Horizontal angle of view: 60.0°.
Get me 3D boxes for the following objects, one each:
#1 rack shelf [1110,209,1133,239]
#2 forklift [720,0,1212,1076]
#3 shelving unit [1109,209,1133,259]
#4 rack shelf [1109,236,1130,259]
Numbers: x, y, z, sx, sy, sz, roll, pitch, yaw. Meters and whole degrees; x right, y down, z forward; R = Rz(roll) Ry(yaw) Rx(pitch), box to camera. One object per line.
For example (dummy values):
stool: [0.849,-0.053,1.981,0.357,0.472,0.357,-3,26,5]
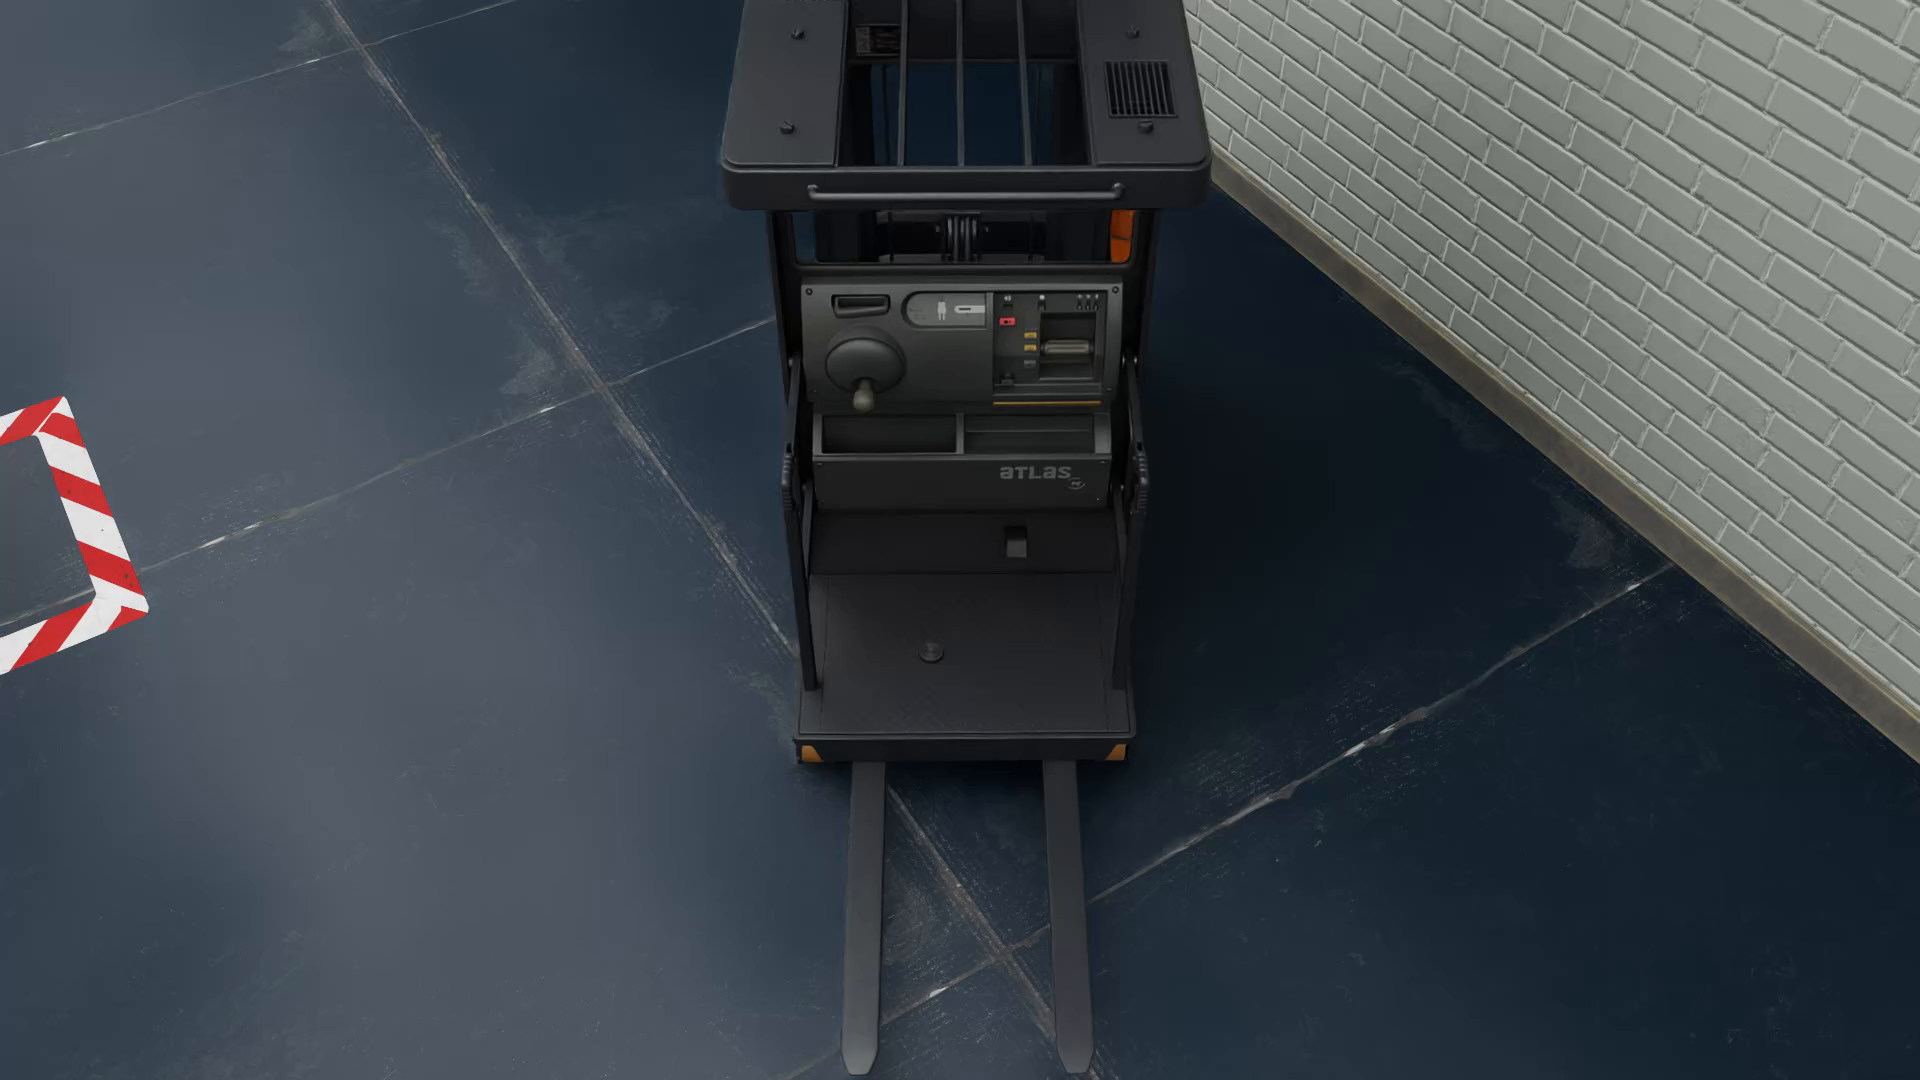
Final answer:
rack shelf: [0.591,-1.214,6.261,0.240,0.259,0.215,18,50,15]
forklift: [0.011,-0.471,4.706,1.130,2.935,3.031,0,48,0]
shelving unit: [0.590,-1.031,6.464,0.252,1.050,0.215,18,50,15]
rack shelf: [0.590,-1.024,6.472,0.240,0.259,0.215,18,50,15]
